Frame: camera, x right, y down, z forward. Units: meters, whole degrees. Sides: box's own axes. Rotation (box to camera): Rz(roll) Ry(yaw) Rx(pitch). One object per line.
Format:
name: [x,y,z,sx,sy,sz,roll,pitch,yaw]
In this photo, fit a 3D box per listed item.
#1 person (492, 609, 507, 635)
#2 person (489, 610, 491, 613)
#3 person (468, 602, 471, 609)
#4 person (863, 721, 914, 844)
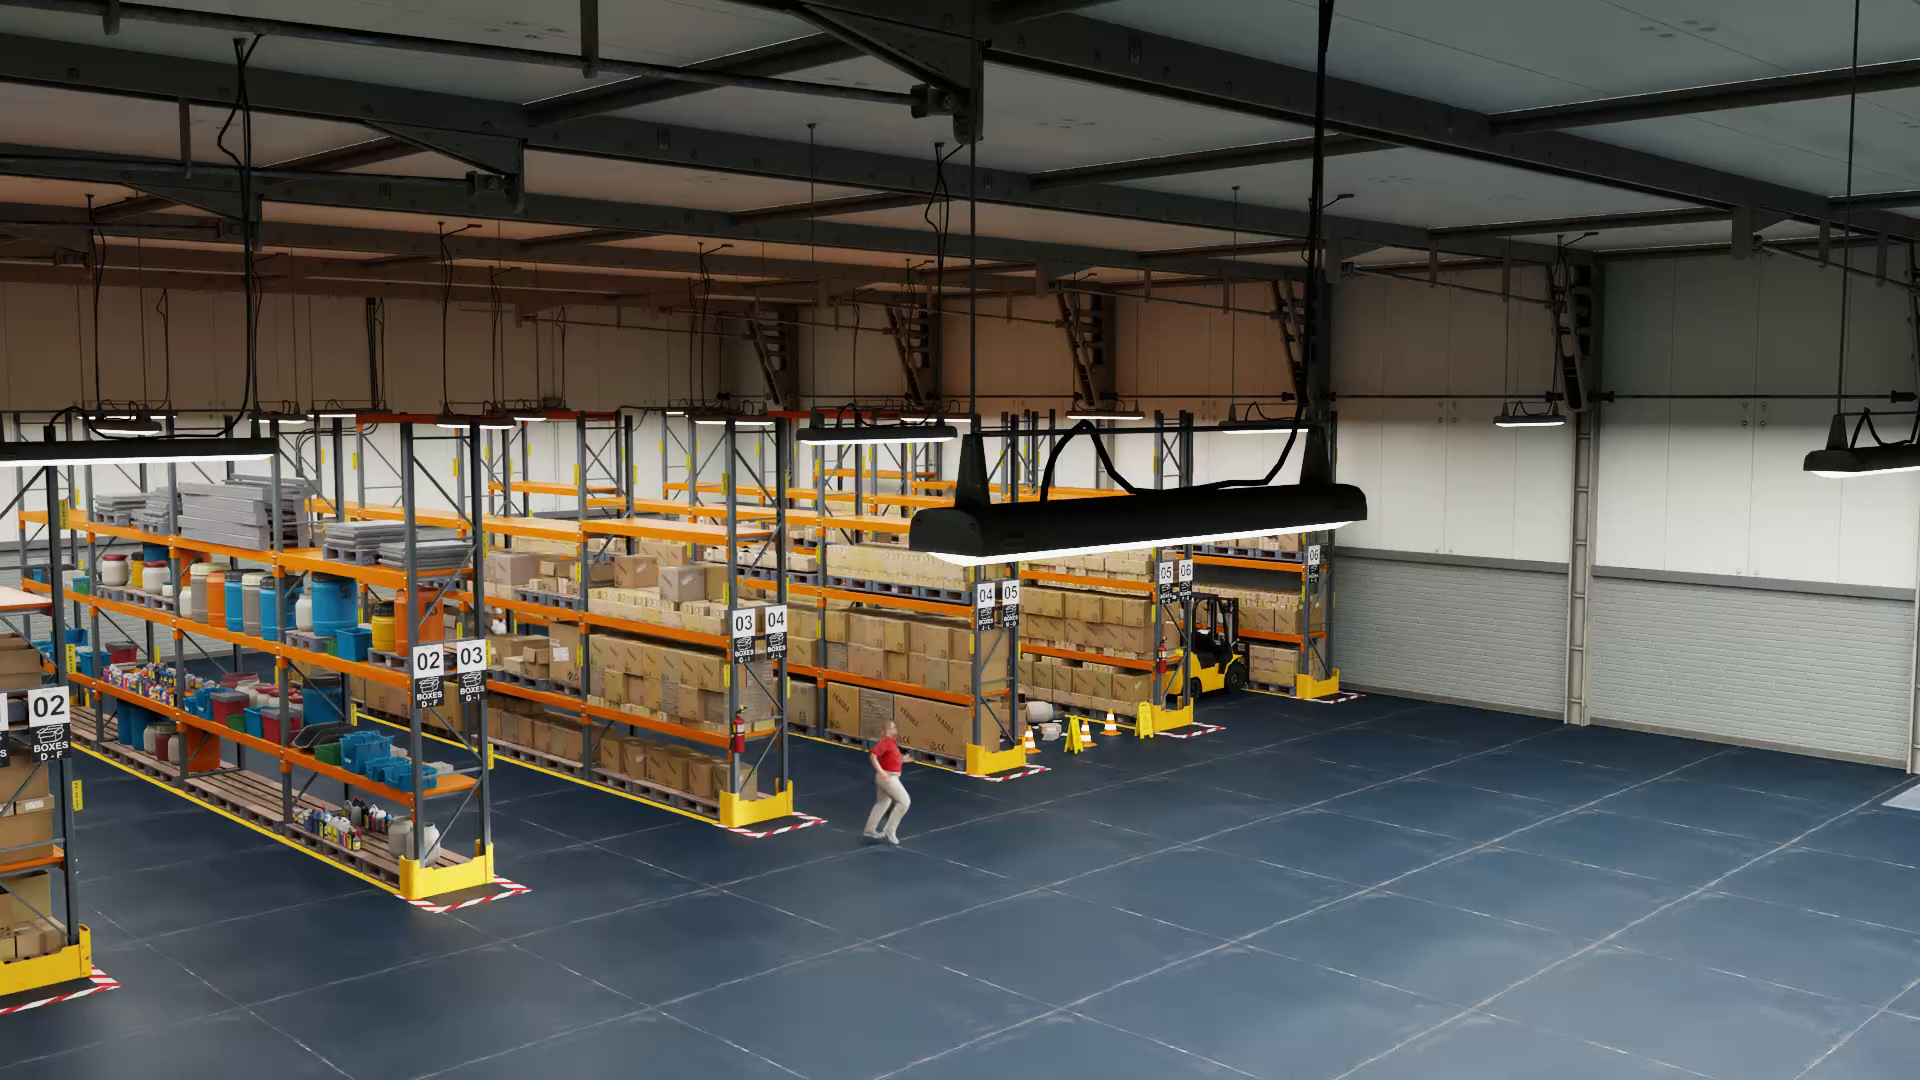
person: [-10.099,2.341,36.474,0.613,1.695,0.939,-4,7,-40]
person: [-11.182,1.976,40.740,0.587,1.672,0.917,5,7,43]
person: [-11.154,2.228,37.481,0.749,1.772,0.936,-3,6,-34]
person: [-1.019,3.438,23.615,0.734,1.765,0.638,-1,5,-6]
